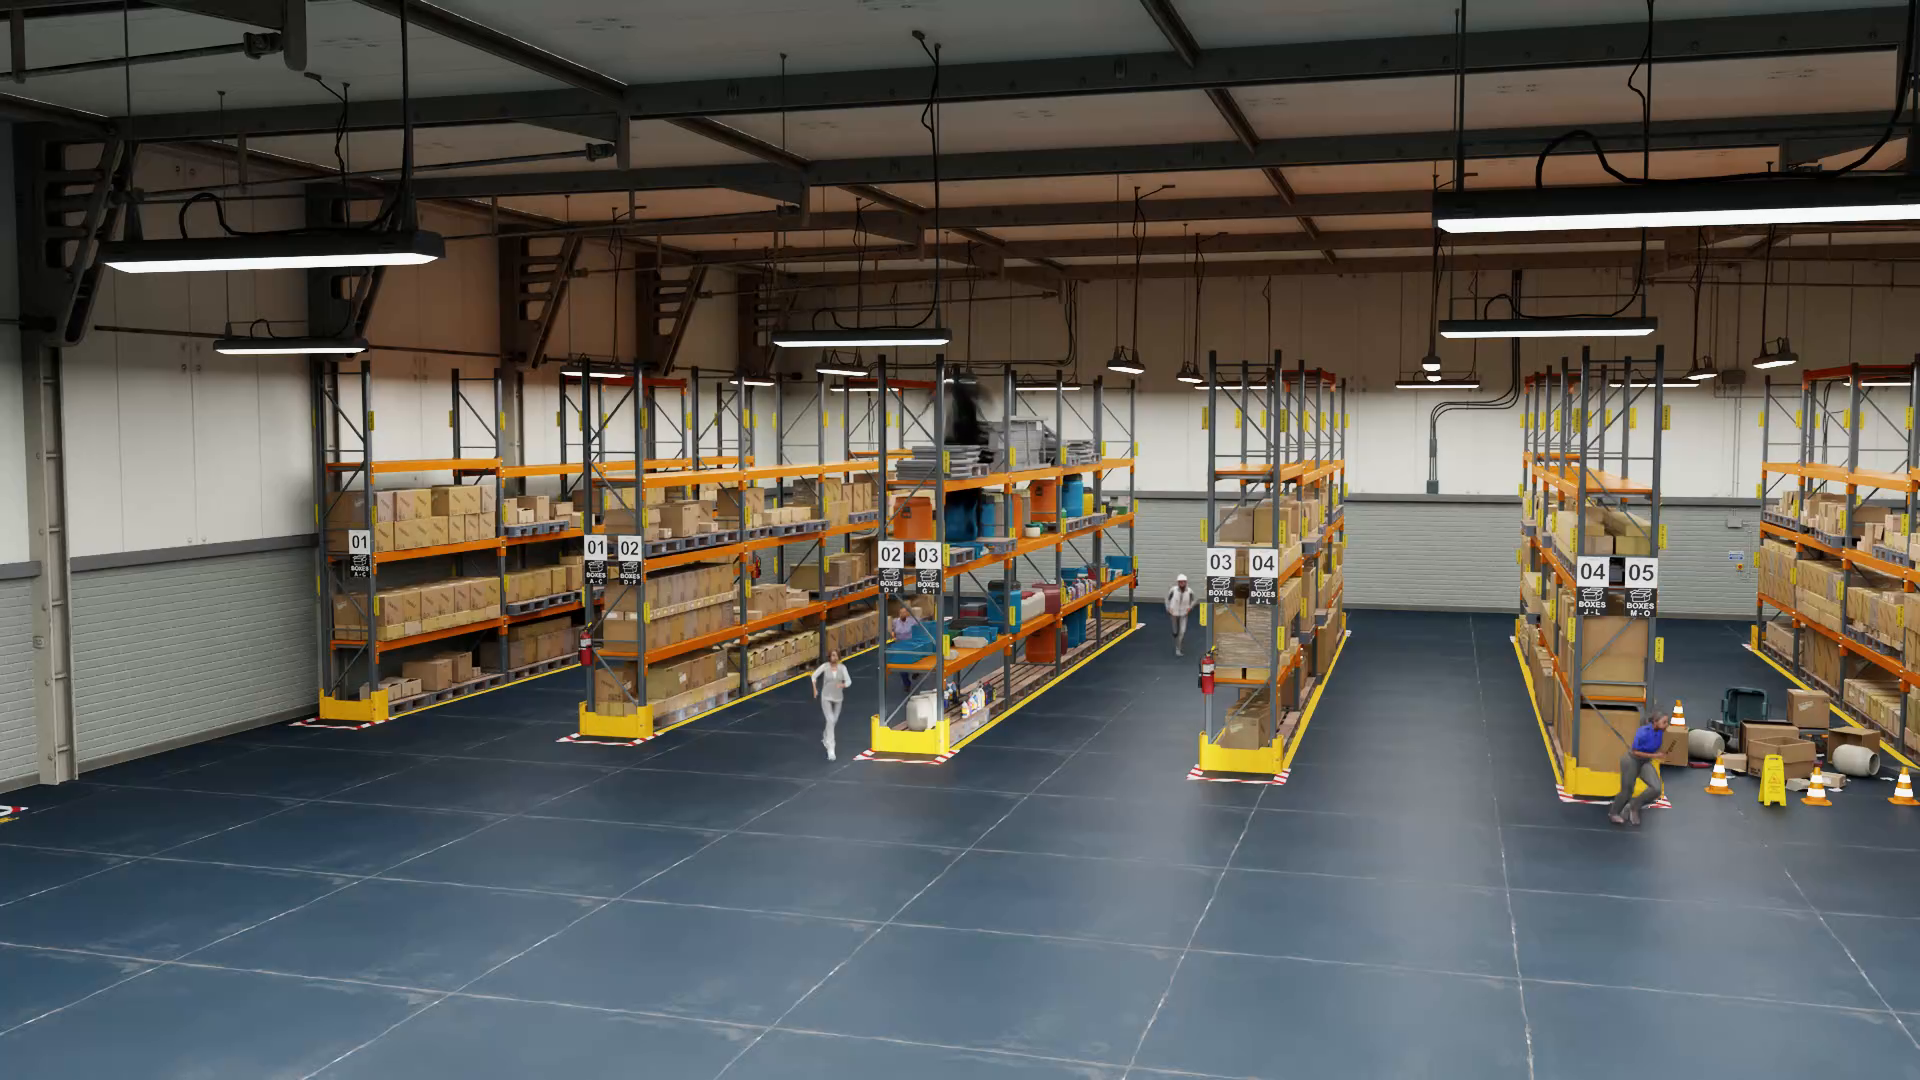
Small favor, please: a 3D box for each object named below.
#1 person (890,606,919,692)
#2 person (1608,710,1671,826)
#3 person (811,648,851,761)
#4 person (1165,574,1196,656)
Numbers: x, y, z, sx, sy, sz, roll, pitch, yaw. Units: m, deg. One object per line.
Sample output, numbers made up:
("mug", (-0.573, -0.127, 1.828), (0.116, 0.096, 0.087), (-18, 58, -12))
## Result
("person", (-0.989, 2.013, 30.973), (0.590, 1.601, 0.714), (1, 4, 18))
("person", (8.392, 2.846, 20.423), (0.607, 1.378, 0.911), (-2, 5, -27))
("person", (-1.915, 2.419, 24.878), (0.553, 1.622, 0.791), (-2, 4, -24))
("person", (4.755, 1.600, 35.860), (0.672, 1.755, 0.817), (1, 4, 9))
